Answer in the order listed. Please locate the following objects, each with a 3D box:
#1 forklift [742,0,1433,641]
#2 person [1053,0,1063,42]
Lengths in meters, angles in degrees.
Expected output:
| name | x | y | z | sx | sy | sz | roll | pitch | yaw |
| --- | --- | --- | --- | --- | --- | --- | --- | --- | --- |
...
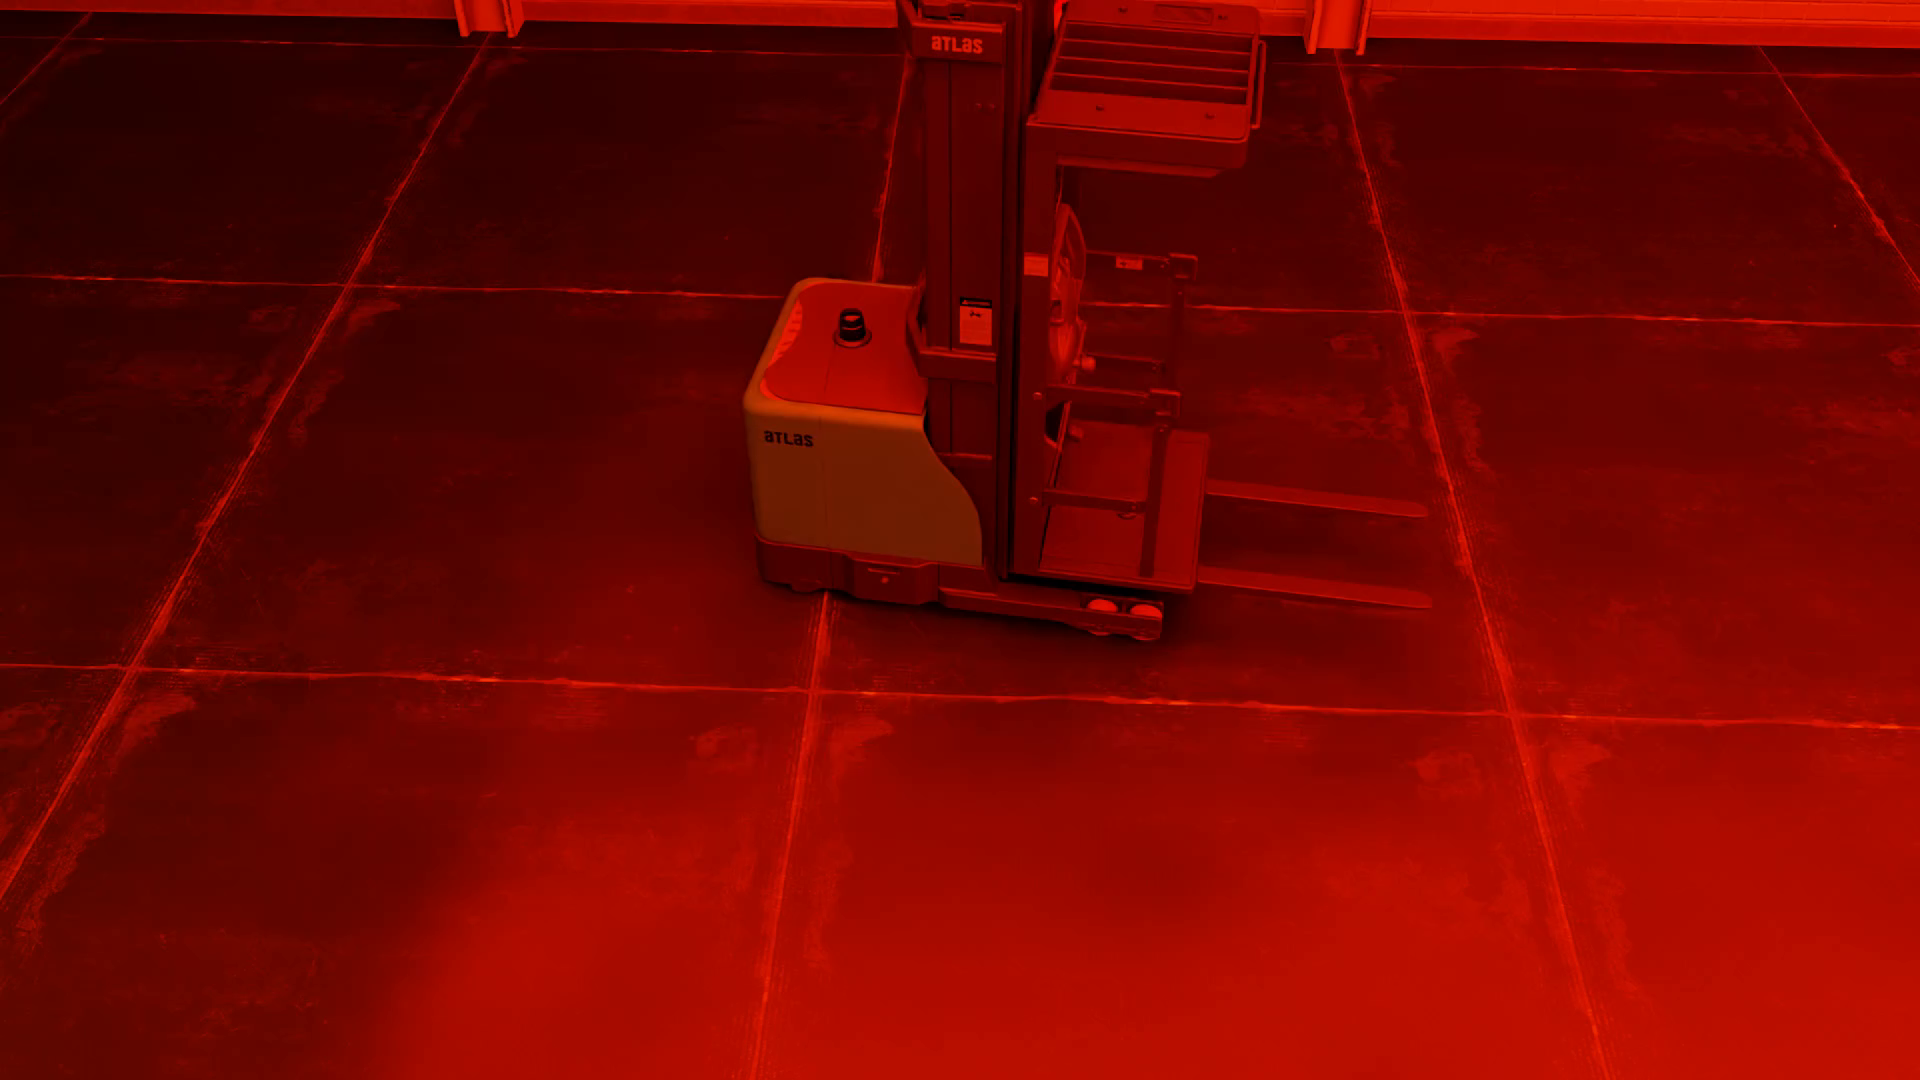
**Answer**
| name | x | y | z | sx | sy | sz | roll | pitch | yaw |
| --- | --- | --- | --- | --- | --- | --- | --- | --- | --- |
| forklift | 0.630 | -1.022 | 6.862 | 3.031 | 2.935 | 1.130 | 7 | 43 | 7 |
| person | 0.358 | -2.164 | 9.036 | 0.500 | 1.721 | 0.886 | 5 | 43 | 5 |
